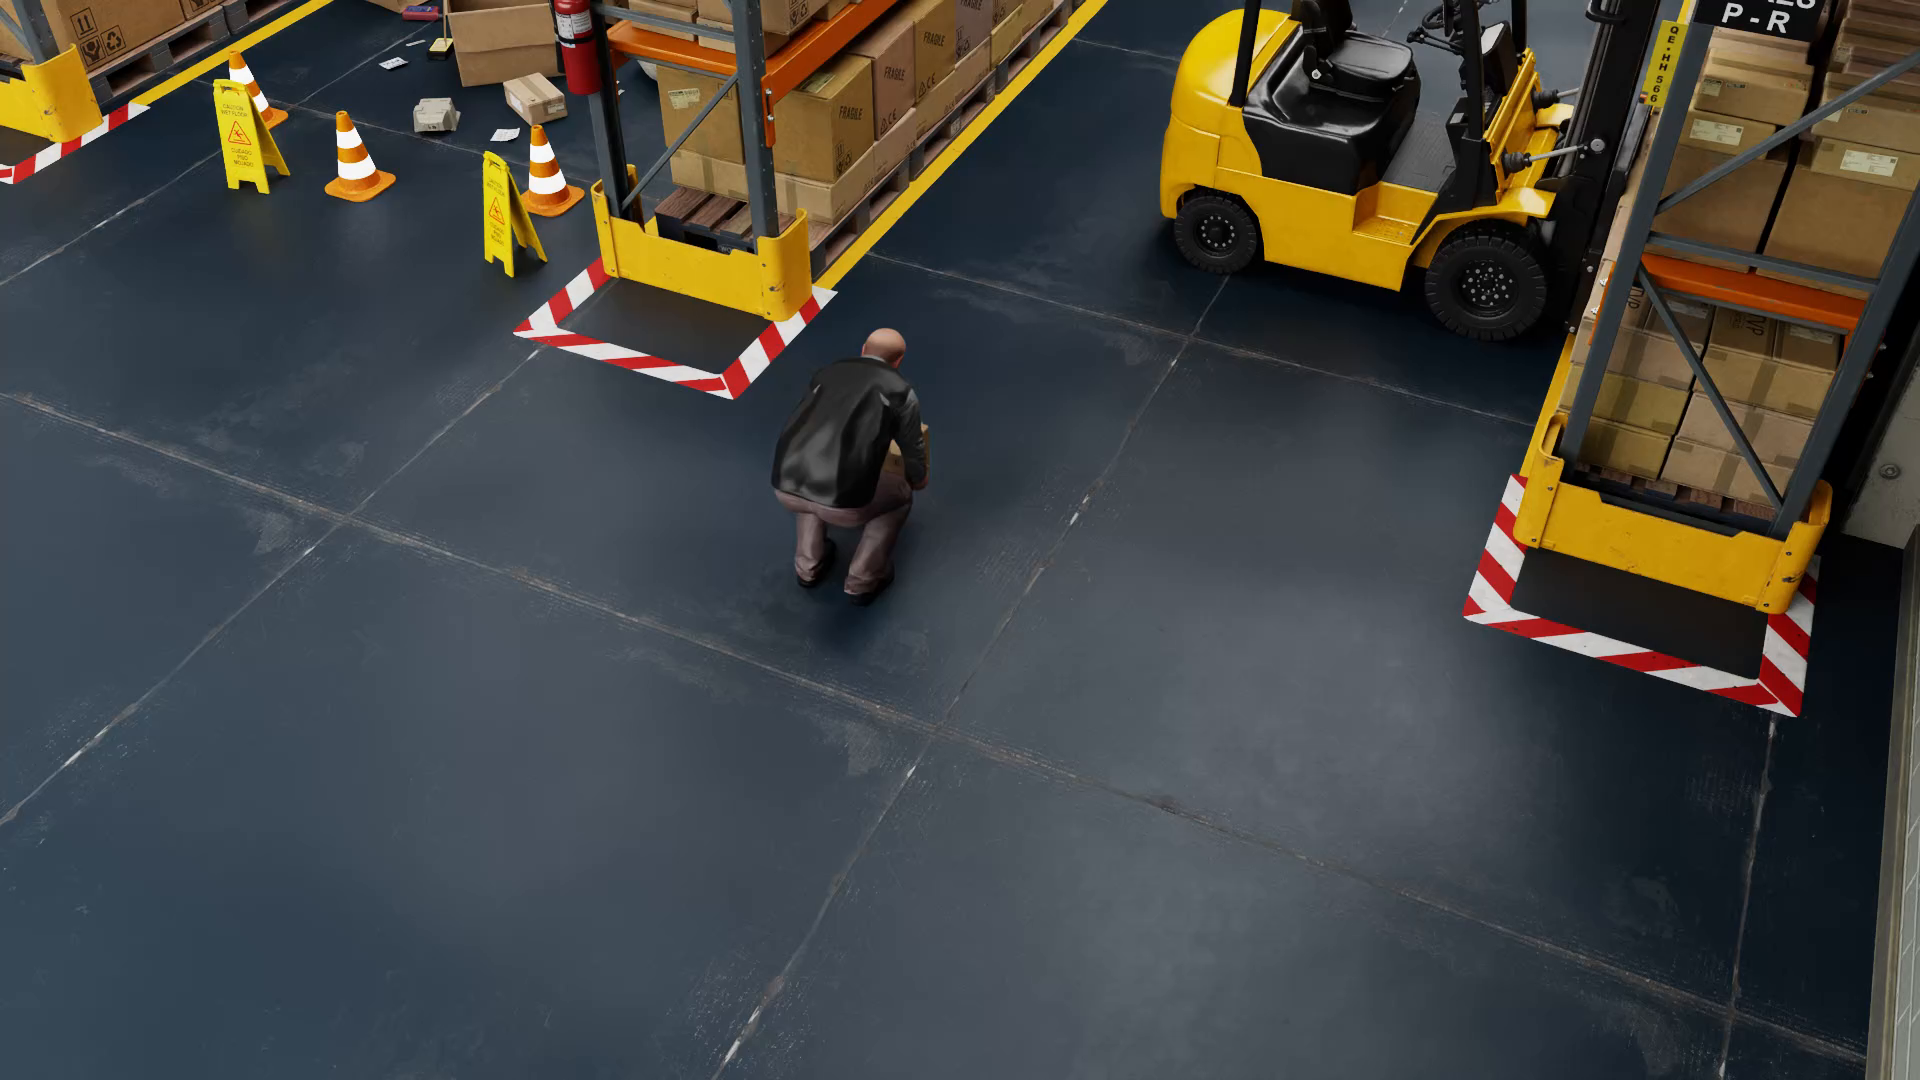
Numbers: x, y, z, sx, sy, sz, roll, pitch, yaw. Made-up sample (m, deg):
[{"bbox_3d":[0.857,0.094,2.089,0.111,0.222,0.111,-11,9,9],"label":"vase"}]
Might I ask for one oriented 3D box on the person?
[{"bbox_3d":[-0.447,-0.295,7.077,0.520,0.968,0.939,16,44,17],"label":"person"}]
